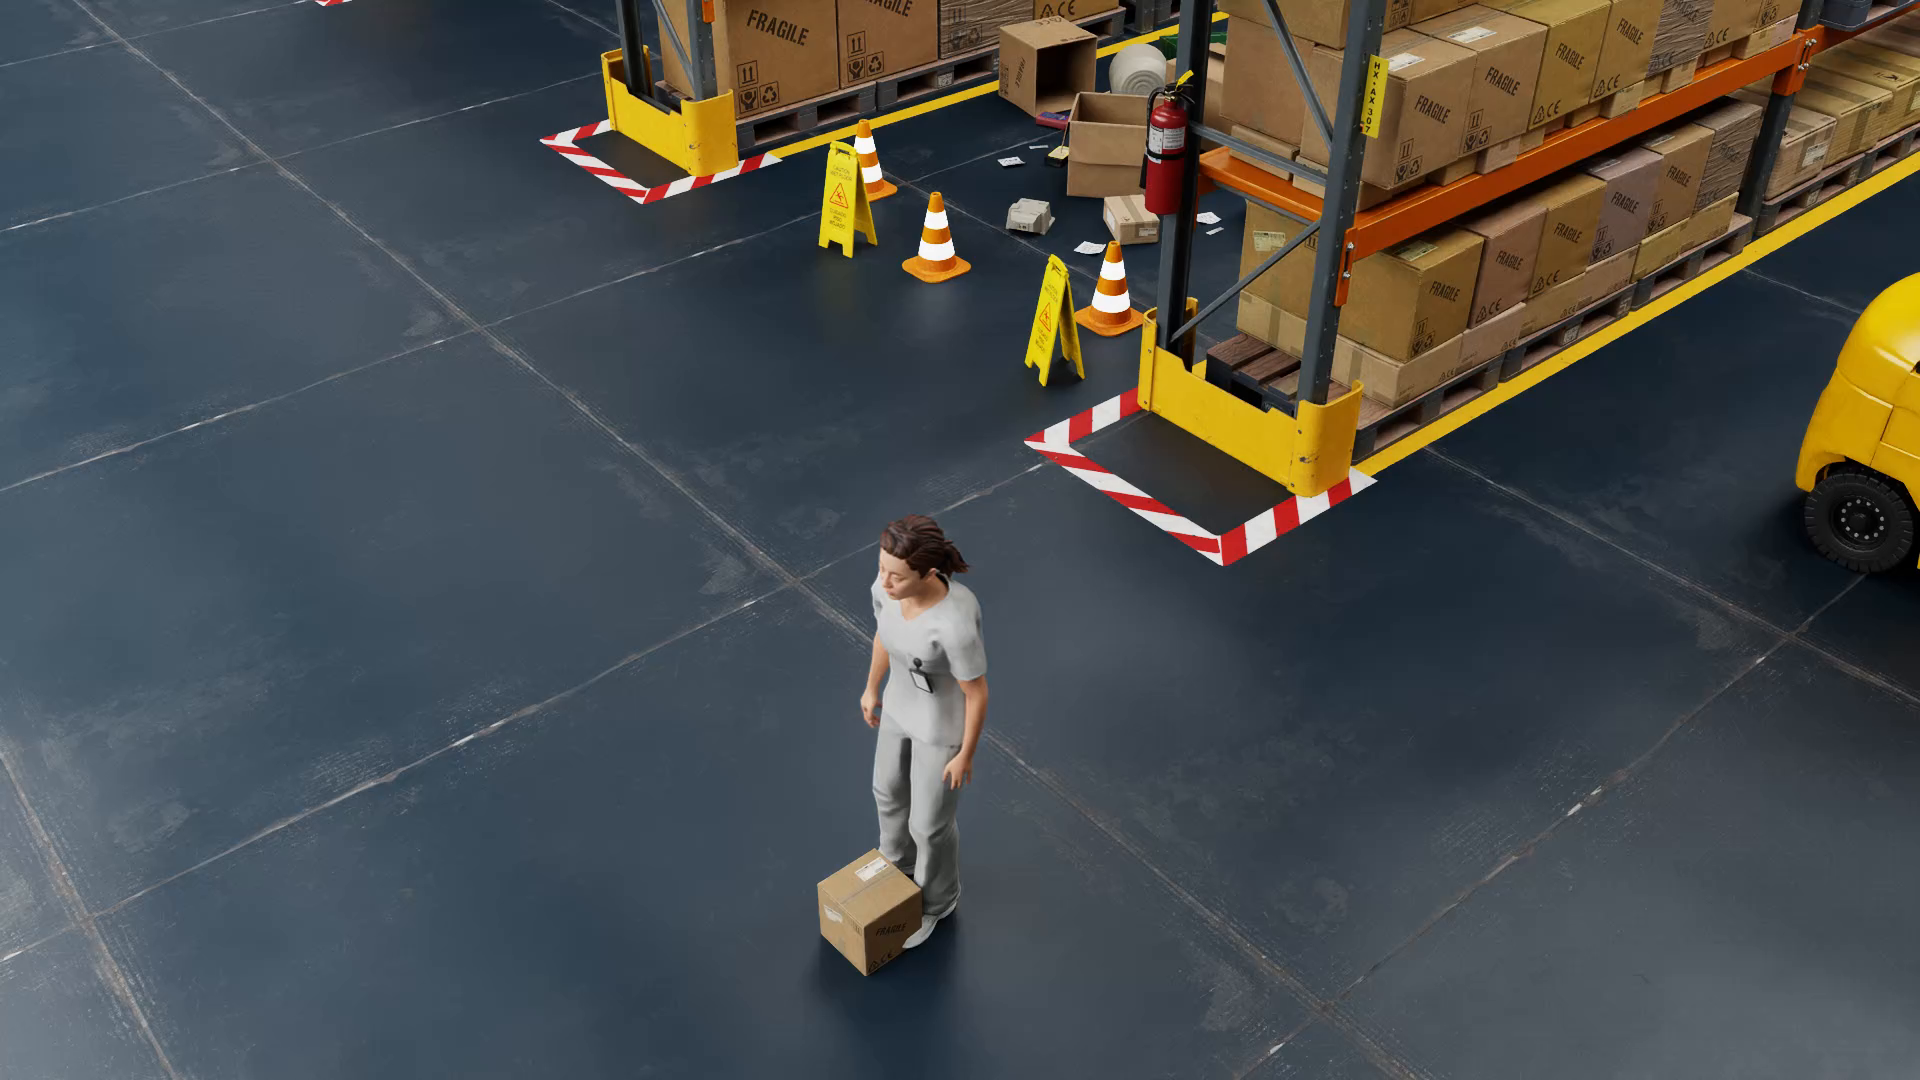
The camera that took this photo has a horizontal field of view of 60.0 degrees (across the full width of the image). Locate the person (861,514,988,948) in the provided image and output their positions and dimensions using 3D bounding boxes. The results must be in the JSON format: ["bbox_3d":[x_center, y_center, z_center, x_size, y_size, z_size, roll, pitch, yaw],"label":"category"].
[{"bbox_3d":[-0.138,0.597,5.327,0.407,1.673,0.508,-28,44,-33],"label":"person"}]
